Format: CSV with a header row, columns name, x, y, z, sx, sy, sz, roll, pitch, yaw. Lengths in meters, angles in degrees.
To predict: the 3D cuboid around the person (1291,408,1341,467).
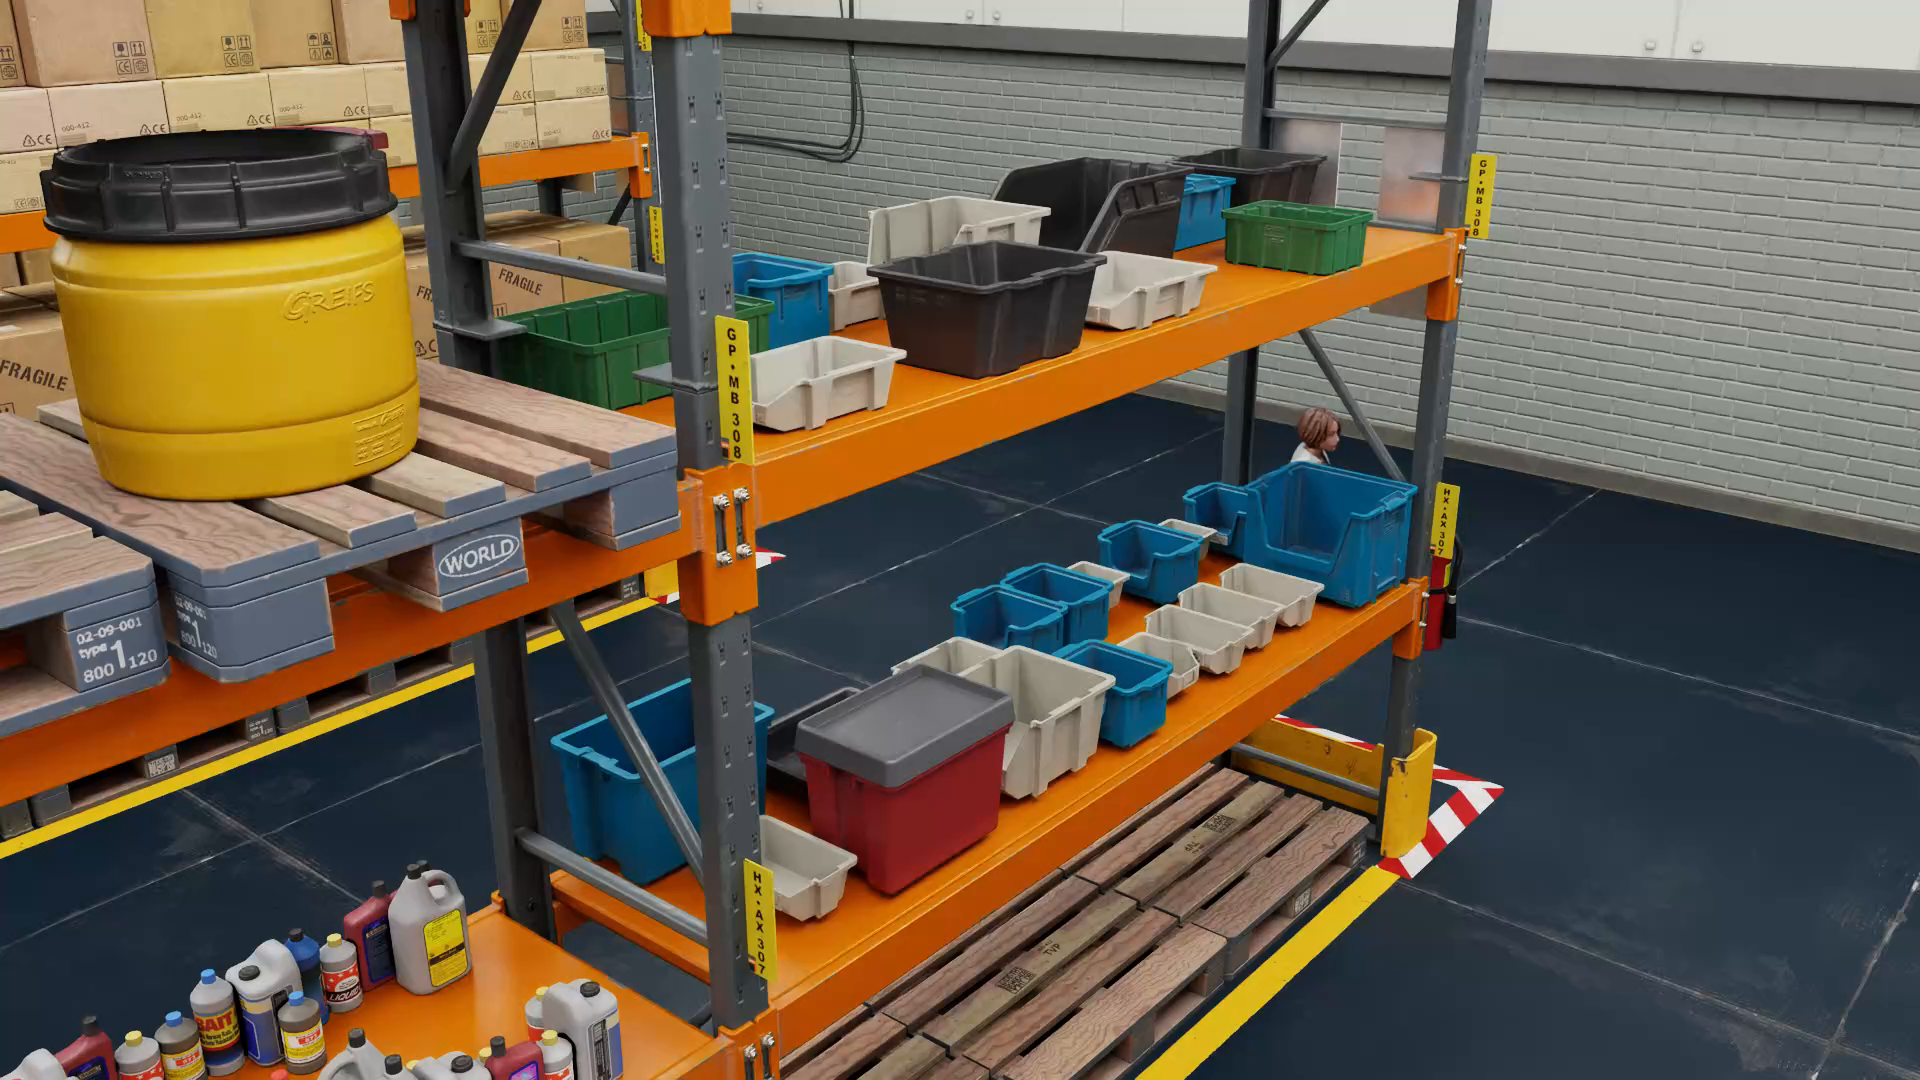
name,x,y,z,sx,sy,sz,roll,pitch,yaw
person,1.774,0.029,9.005,0.484,1.593,0.480,7,22,18
